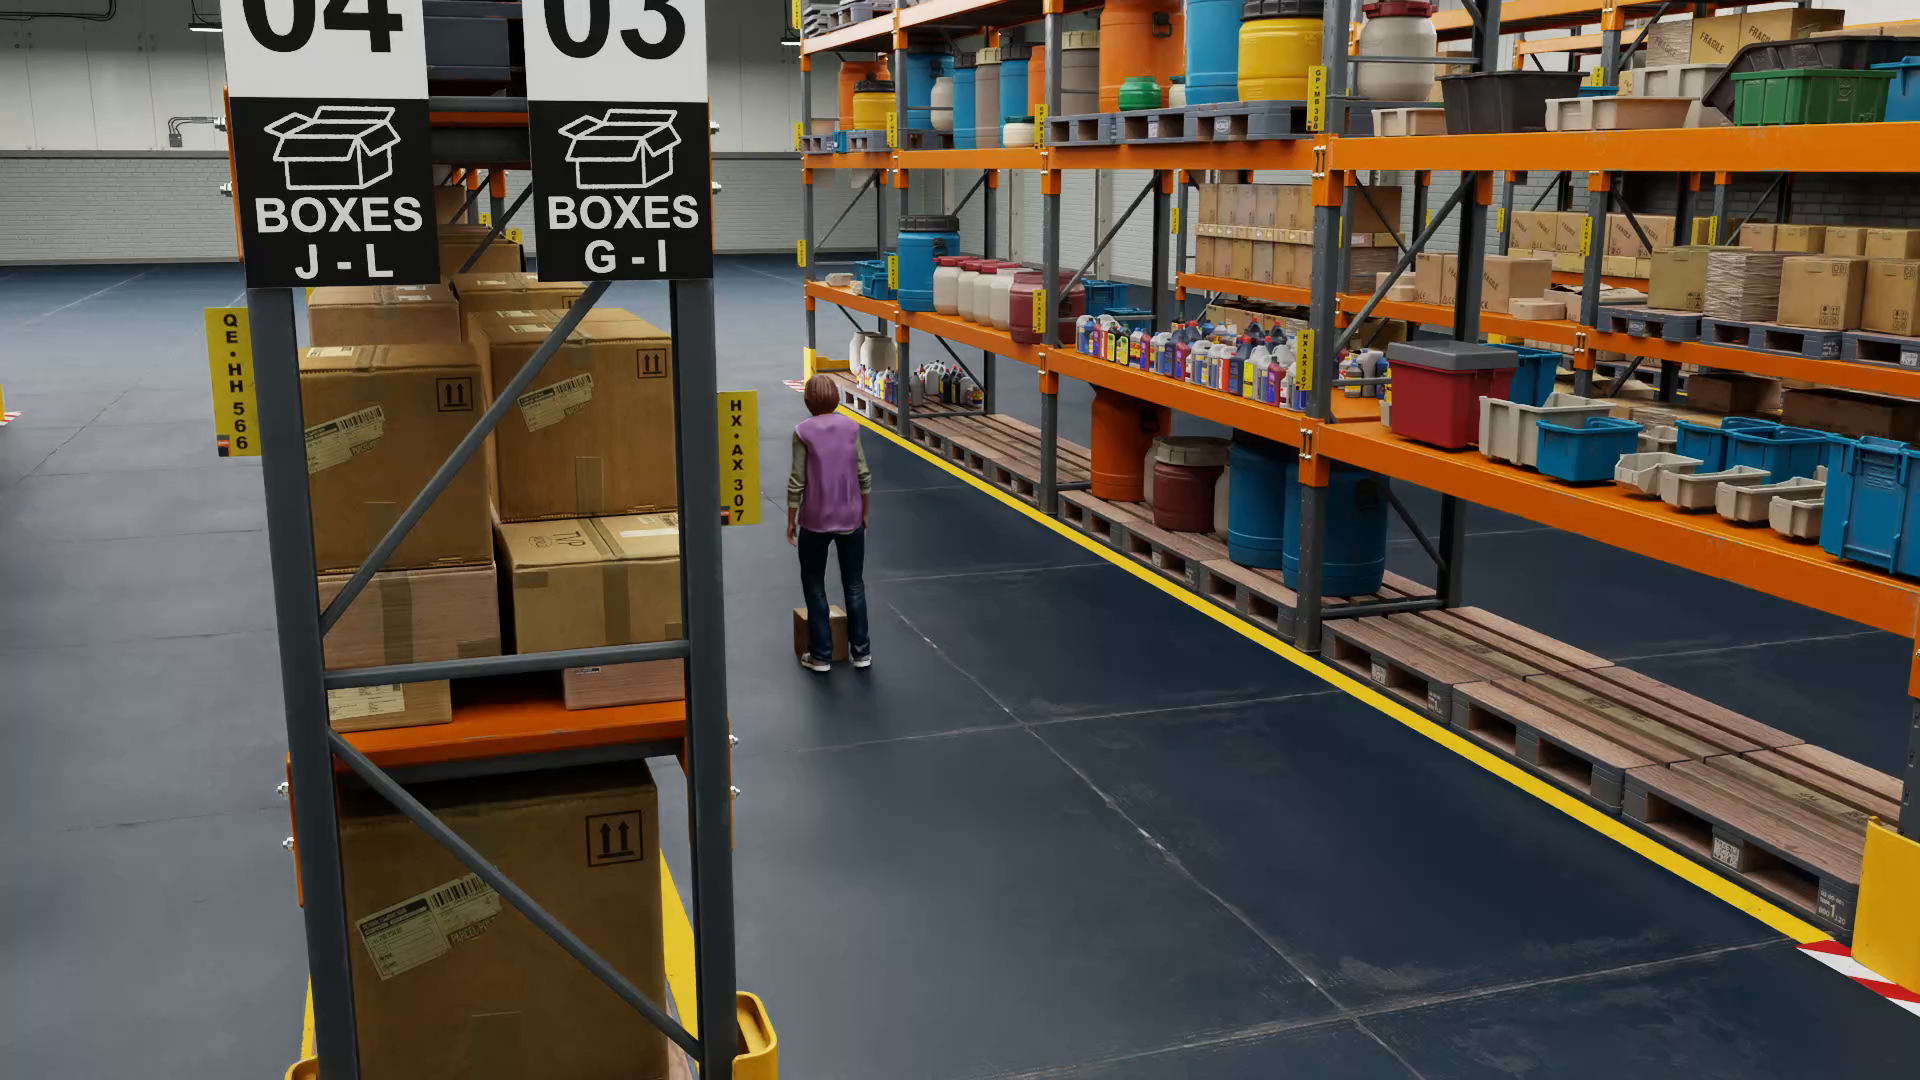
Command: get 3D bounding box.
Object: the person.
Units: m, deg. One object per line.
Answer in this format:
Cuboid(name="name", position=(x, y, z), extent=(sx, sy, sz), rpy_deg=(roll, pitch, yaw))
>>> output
Cuboid(name="person", position=(-0.692, -0.084, 8.874), extent=(0.485, 1.593, 0.342), rpy_deg=(-5, 14, -21))
